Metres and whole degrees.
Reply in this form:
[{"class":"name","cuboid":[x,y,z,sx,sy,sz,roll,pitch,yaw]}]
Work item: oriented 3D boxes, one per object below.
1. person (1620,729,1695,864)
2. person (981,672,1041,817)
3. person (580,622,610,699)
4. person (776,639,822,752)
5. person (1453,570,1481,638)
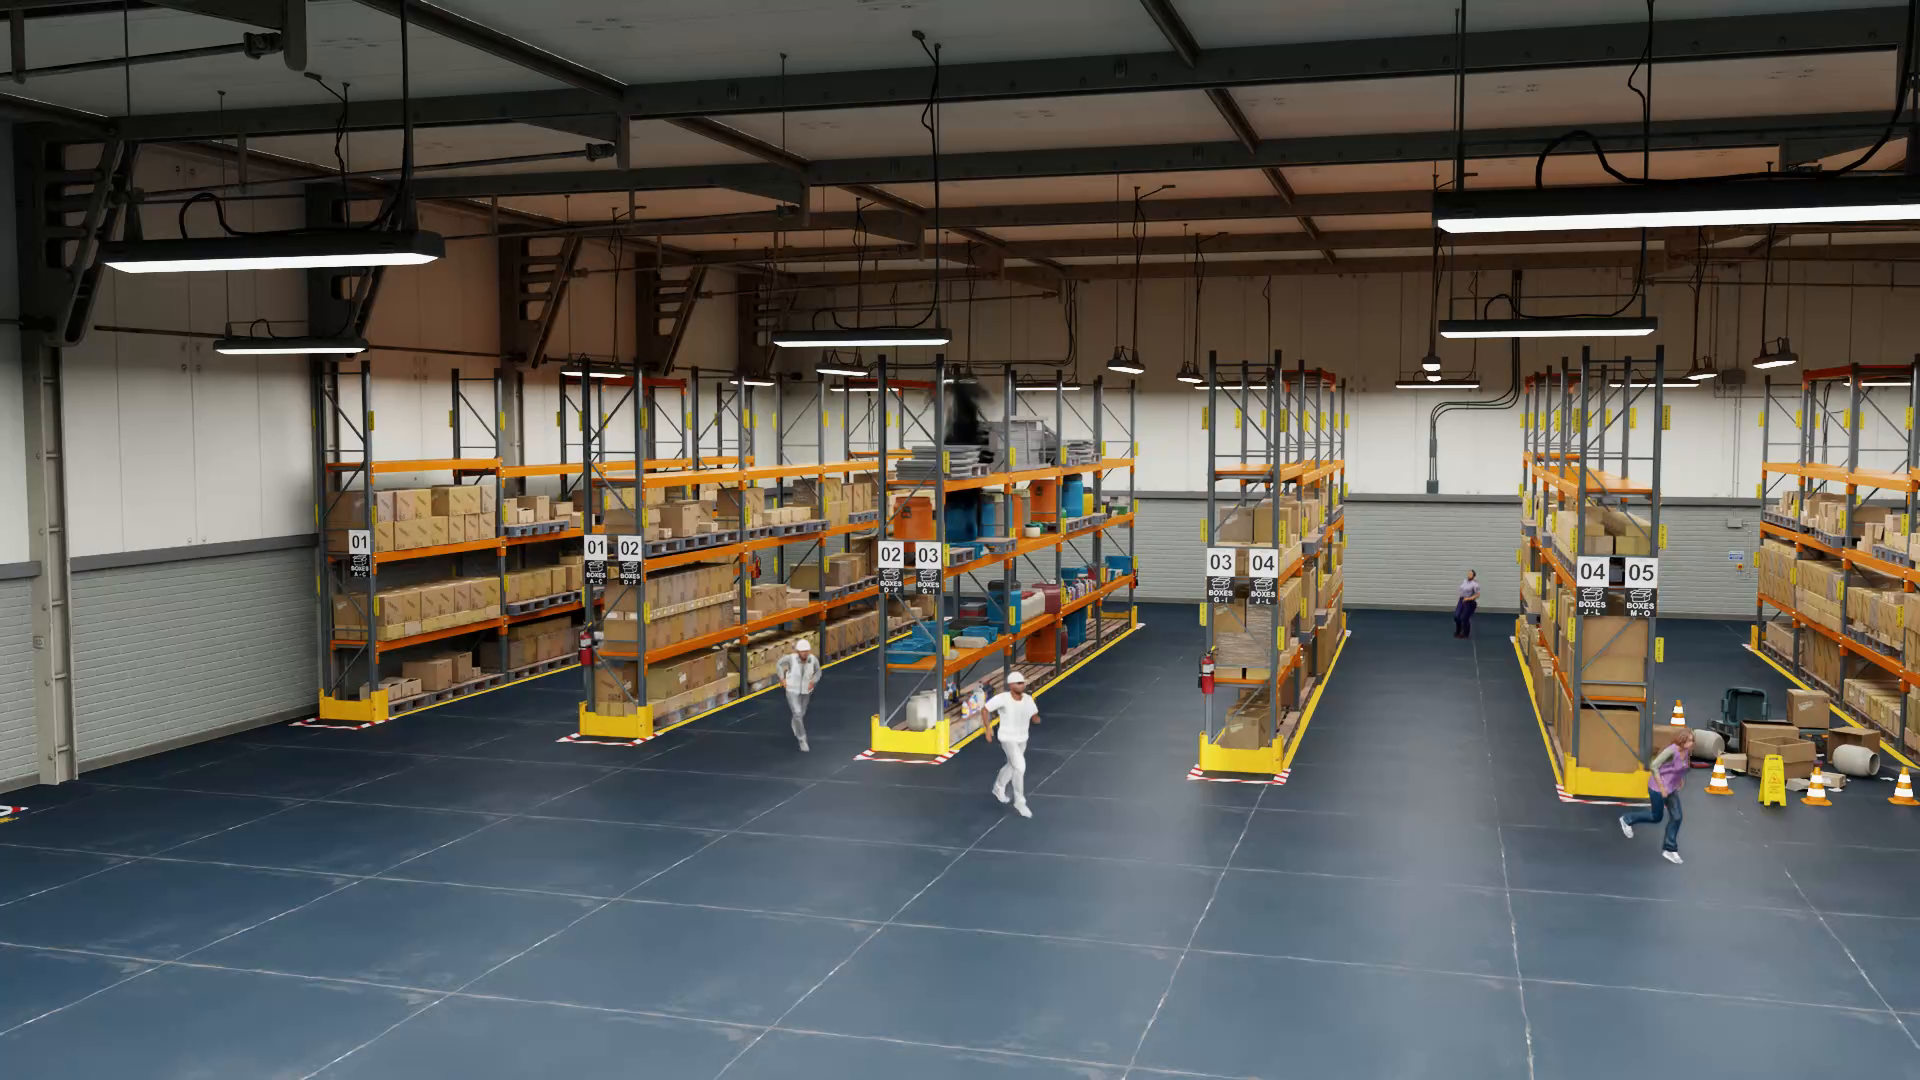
[{"class":"person","cuboid":[8.021,2.892,19.151,0.549,1.548,0.864,-3,5,-39]},{"class":"person","cuboid":[0.680,2.587,21.324,0.677,1.818,0.877,-4,5,-41]},{"class":"person","cuboid":[-6.310,2.169,28.960,0.642,1.627,1.032,1,4,18]},{"class":"person","cuboid":[-2.491,2.348,25.611,0.696,1.732,1.048,-1,4,-15]},{"class":"person","cuboid":[11.644,1.476,38.239,0.547,1.587,0.671,-4,5,-41]}]
